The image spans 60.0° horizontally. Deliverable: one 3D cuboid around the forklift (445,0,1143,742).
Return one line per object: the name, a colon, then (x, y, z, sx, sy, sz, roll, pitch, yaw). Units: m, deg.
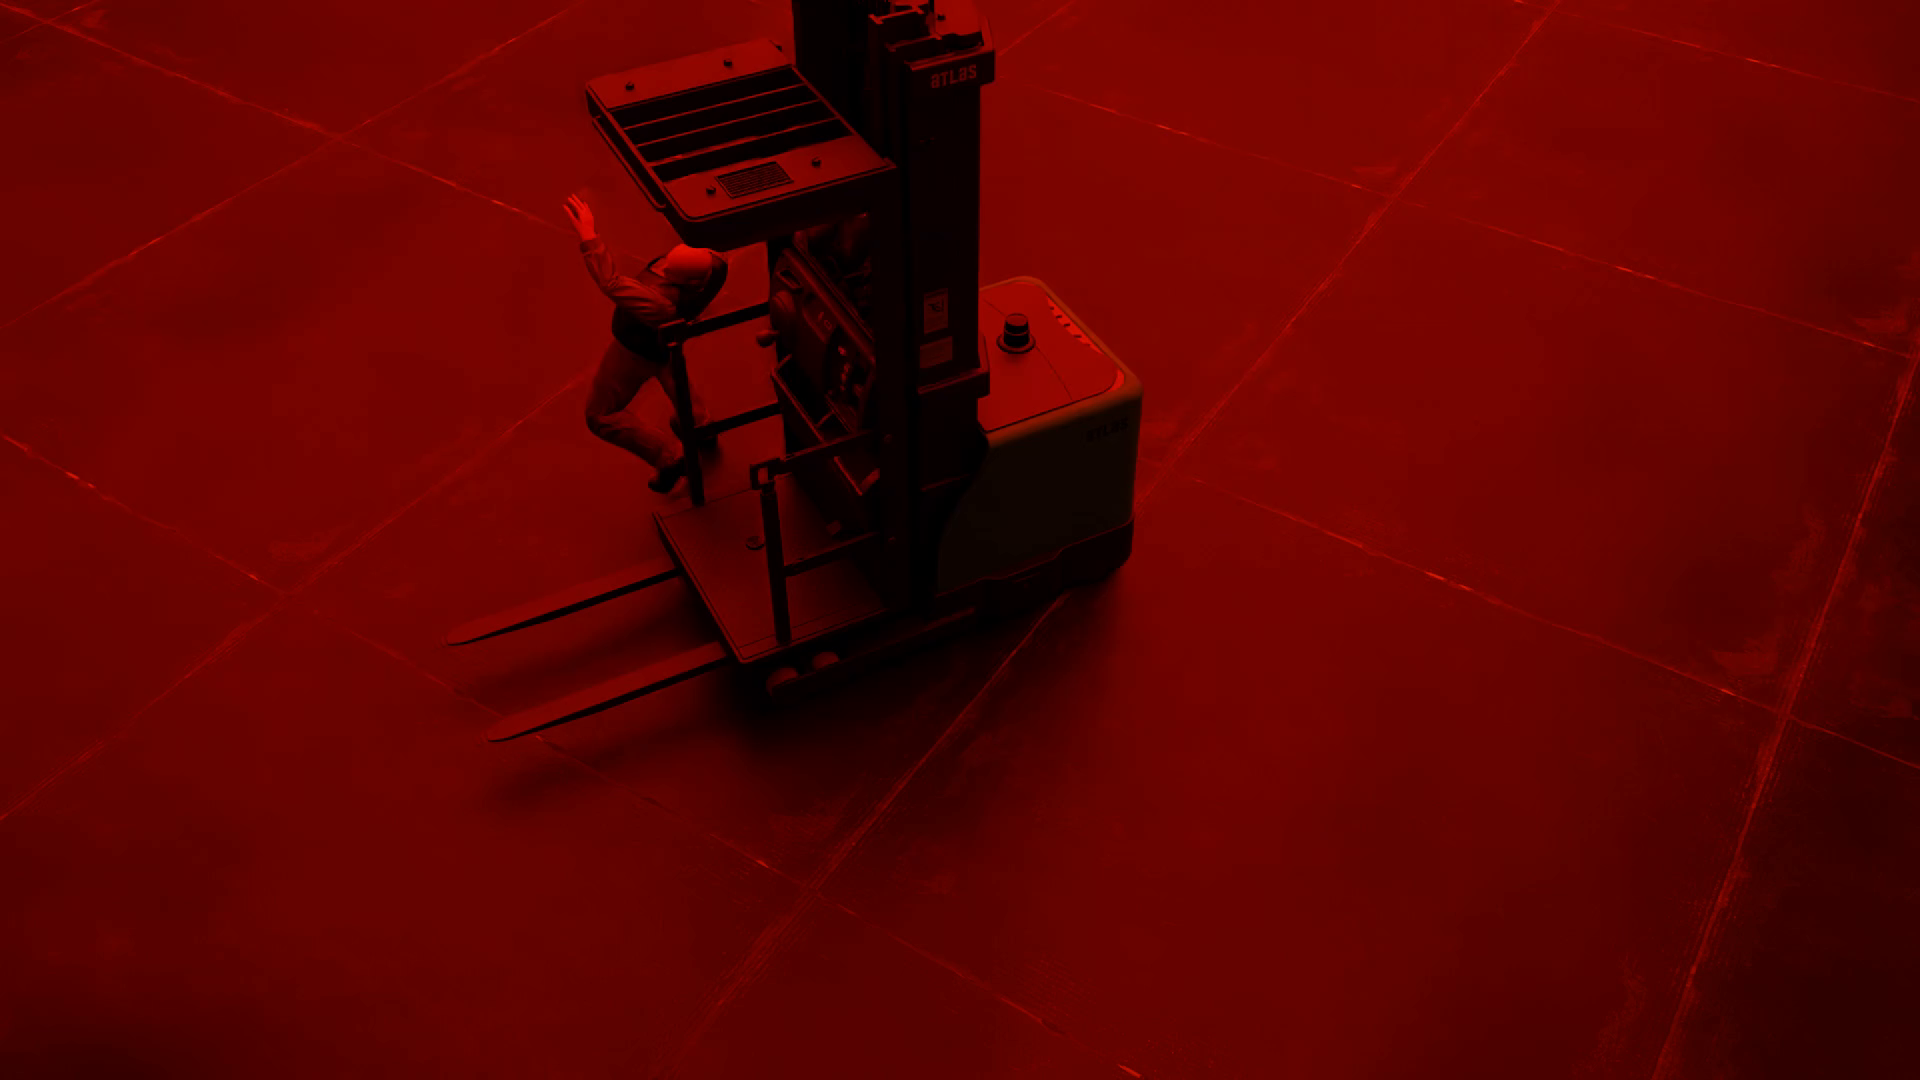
forklift: (-0.741, -0.768, 6.659, 3.031, 2.935, 1.130, -20, 47, -20)

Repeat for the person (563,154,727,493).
person: (-1.334, -1.078, 7.925, 0.672, 1.590, 1.000, 15, 45, 15)
